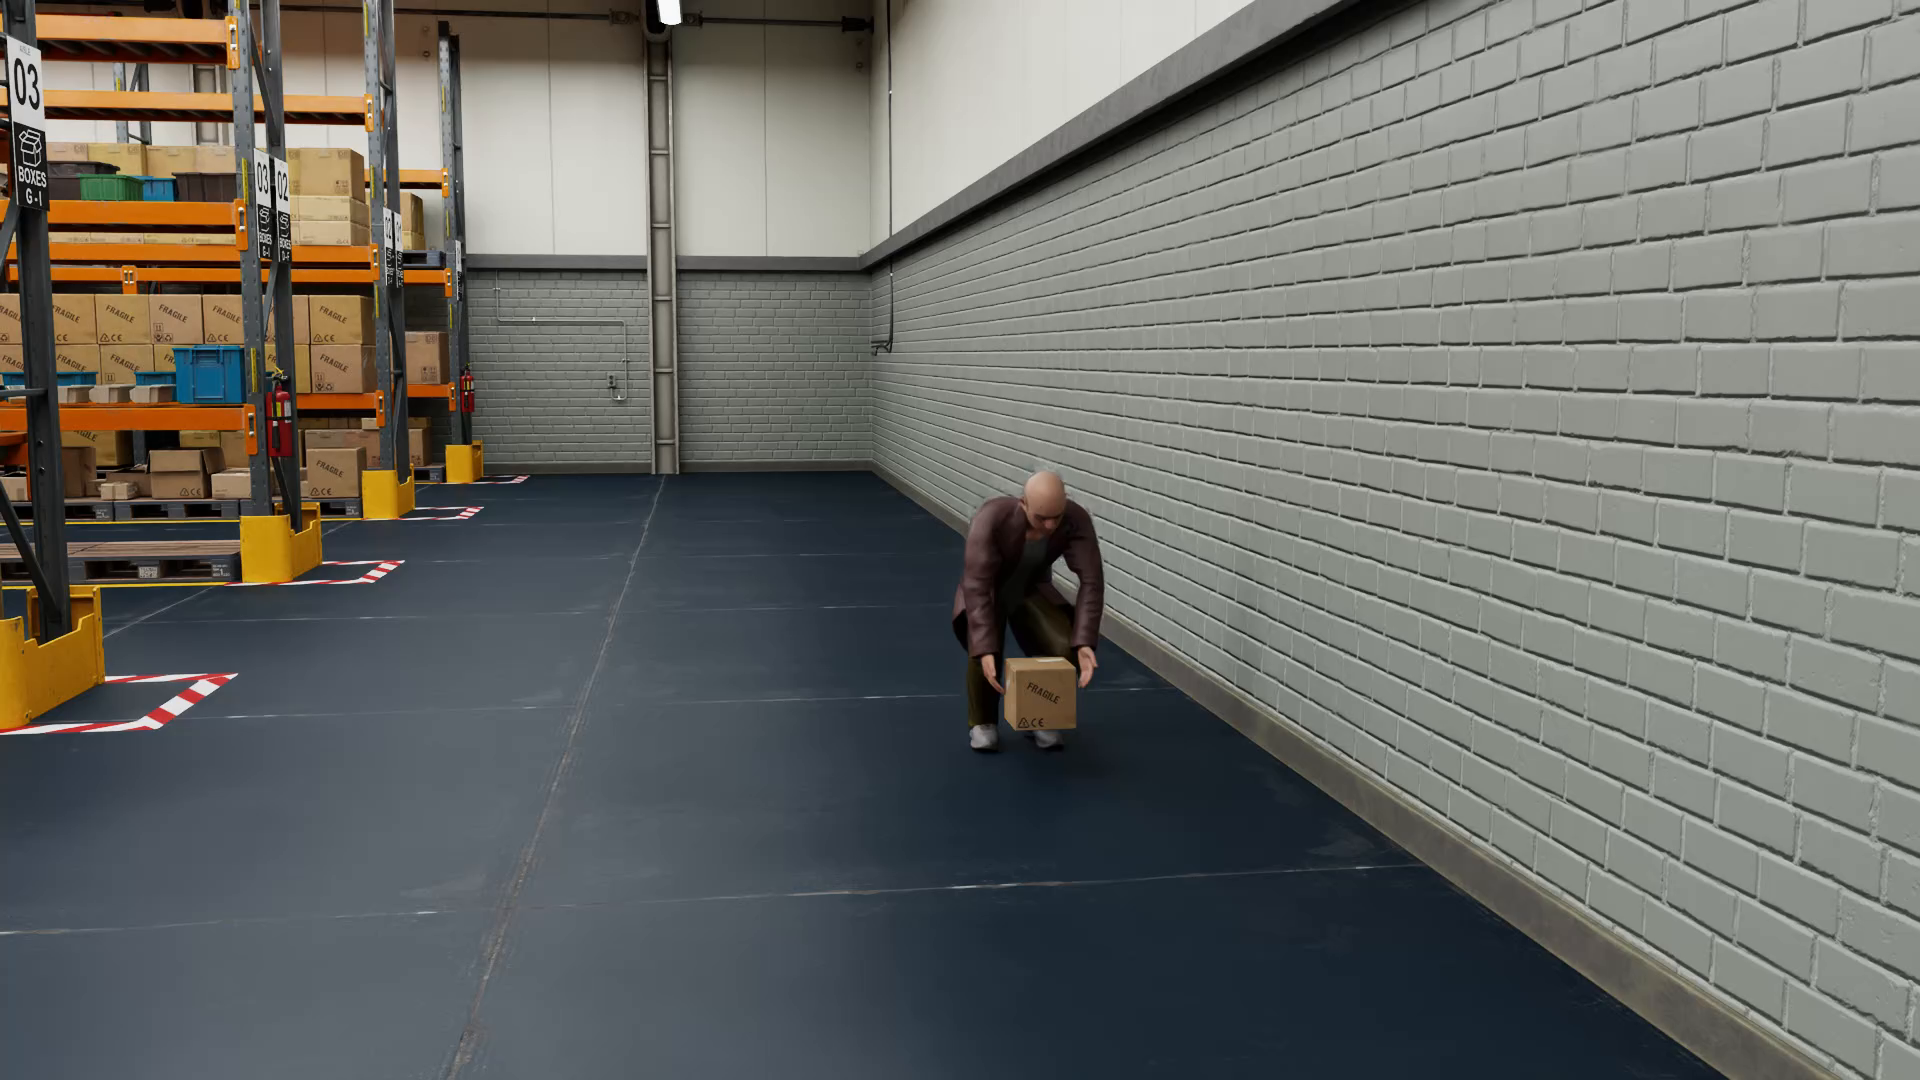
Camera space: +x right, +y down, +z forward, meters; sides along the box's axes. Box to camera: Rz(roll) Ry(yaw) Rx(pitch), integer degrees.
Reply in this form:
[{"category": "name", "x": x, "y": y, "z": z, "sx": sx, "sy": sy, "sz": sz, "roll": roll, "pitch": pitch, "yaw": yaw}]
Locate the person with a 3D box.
[{"category": "person", "x": 0.278, "y": 0.301, "z": 7.162, "sx": 0.630, "sy": 1.207, "sz": 0.808, "roll": -1, "pitch": 6, "yaw": -9}]
